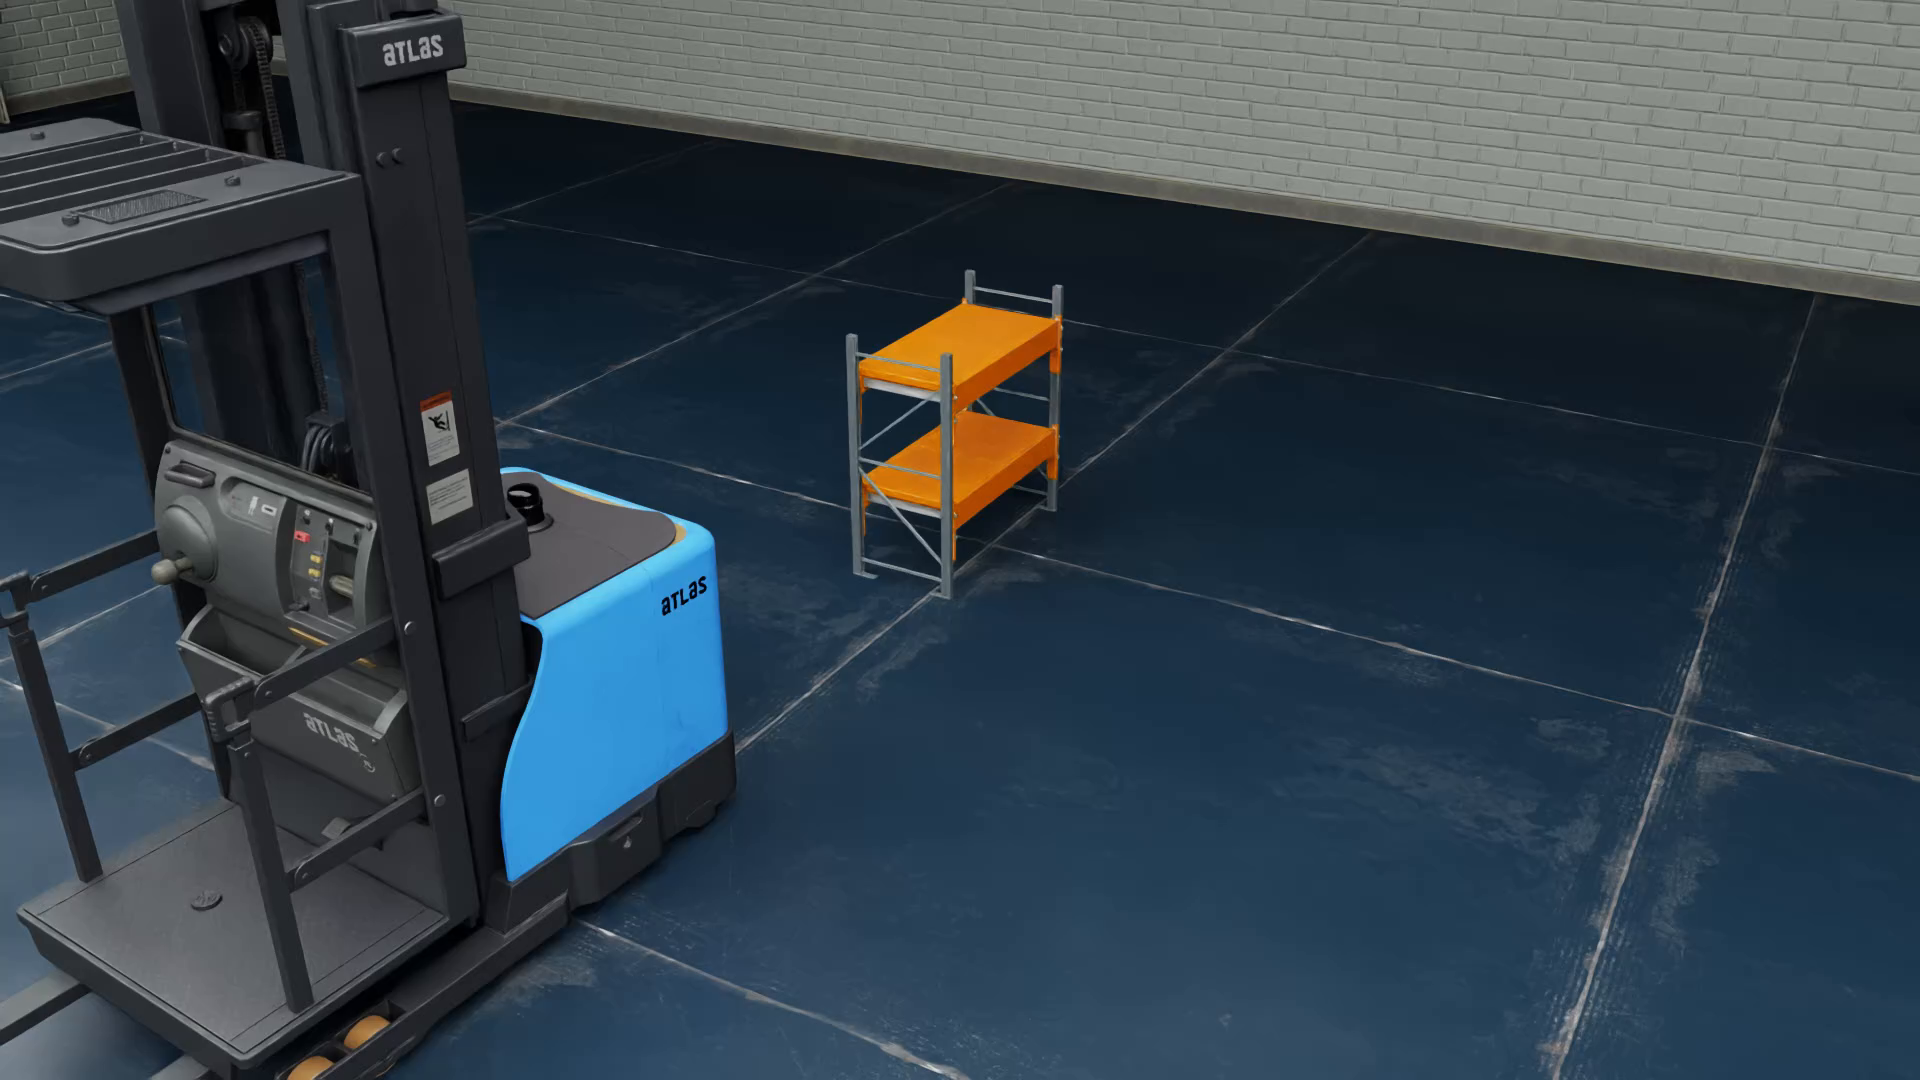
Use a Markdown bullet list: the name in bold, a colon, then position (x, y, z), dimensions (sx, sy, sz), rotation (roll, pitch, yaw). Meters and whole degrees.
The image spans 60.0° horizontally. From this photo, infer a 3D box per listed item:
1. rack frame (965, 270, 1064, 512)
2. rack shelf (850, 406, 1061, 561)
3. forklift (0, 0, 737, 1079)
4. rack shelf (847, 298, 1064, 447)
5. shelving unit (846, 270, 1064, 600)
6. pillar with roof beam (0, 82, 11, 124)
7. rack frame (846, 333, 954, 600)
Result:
- **rack frame**: position (0.247, -0.698, 7.889), dimensions (0.500, 1.125, 0.032), rotation (14, 30, 26)
- **rack shelf**: position (-0.003, -0.282, 7.602), dimensions (0.538, 0.278, 1.000), rotation (14, 30, 26)
- **forklift**: position (-2.026, 0.038, 4.400), dimensions (1.130, 2.935, 3.031), rotation (17, 31, 30)
- **rack shelf**: position (-0.003, -0.762, 7.362), dimensions (0.538, 0.278, 1.000), rotation (14, 30, 26)
- **shelving unit**: position (-0.003, -0.500, 7.493), dimensions (0.538, 1.125, 1.048), rotation (14, 30, 26)
- **pillar with roof beam**: position (-5.357, -6.937, 11.556), dimensions (9.100, 9.000, 0.400), rotation (14, 30, 26)
- **rack frame**: position (-0.253, -0.302, 7.097), dimensions (0.500, 1.125, 0.032), rotation (14, 30, 26)
